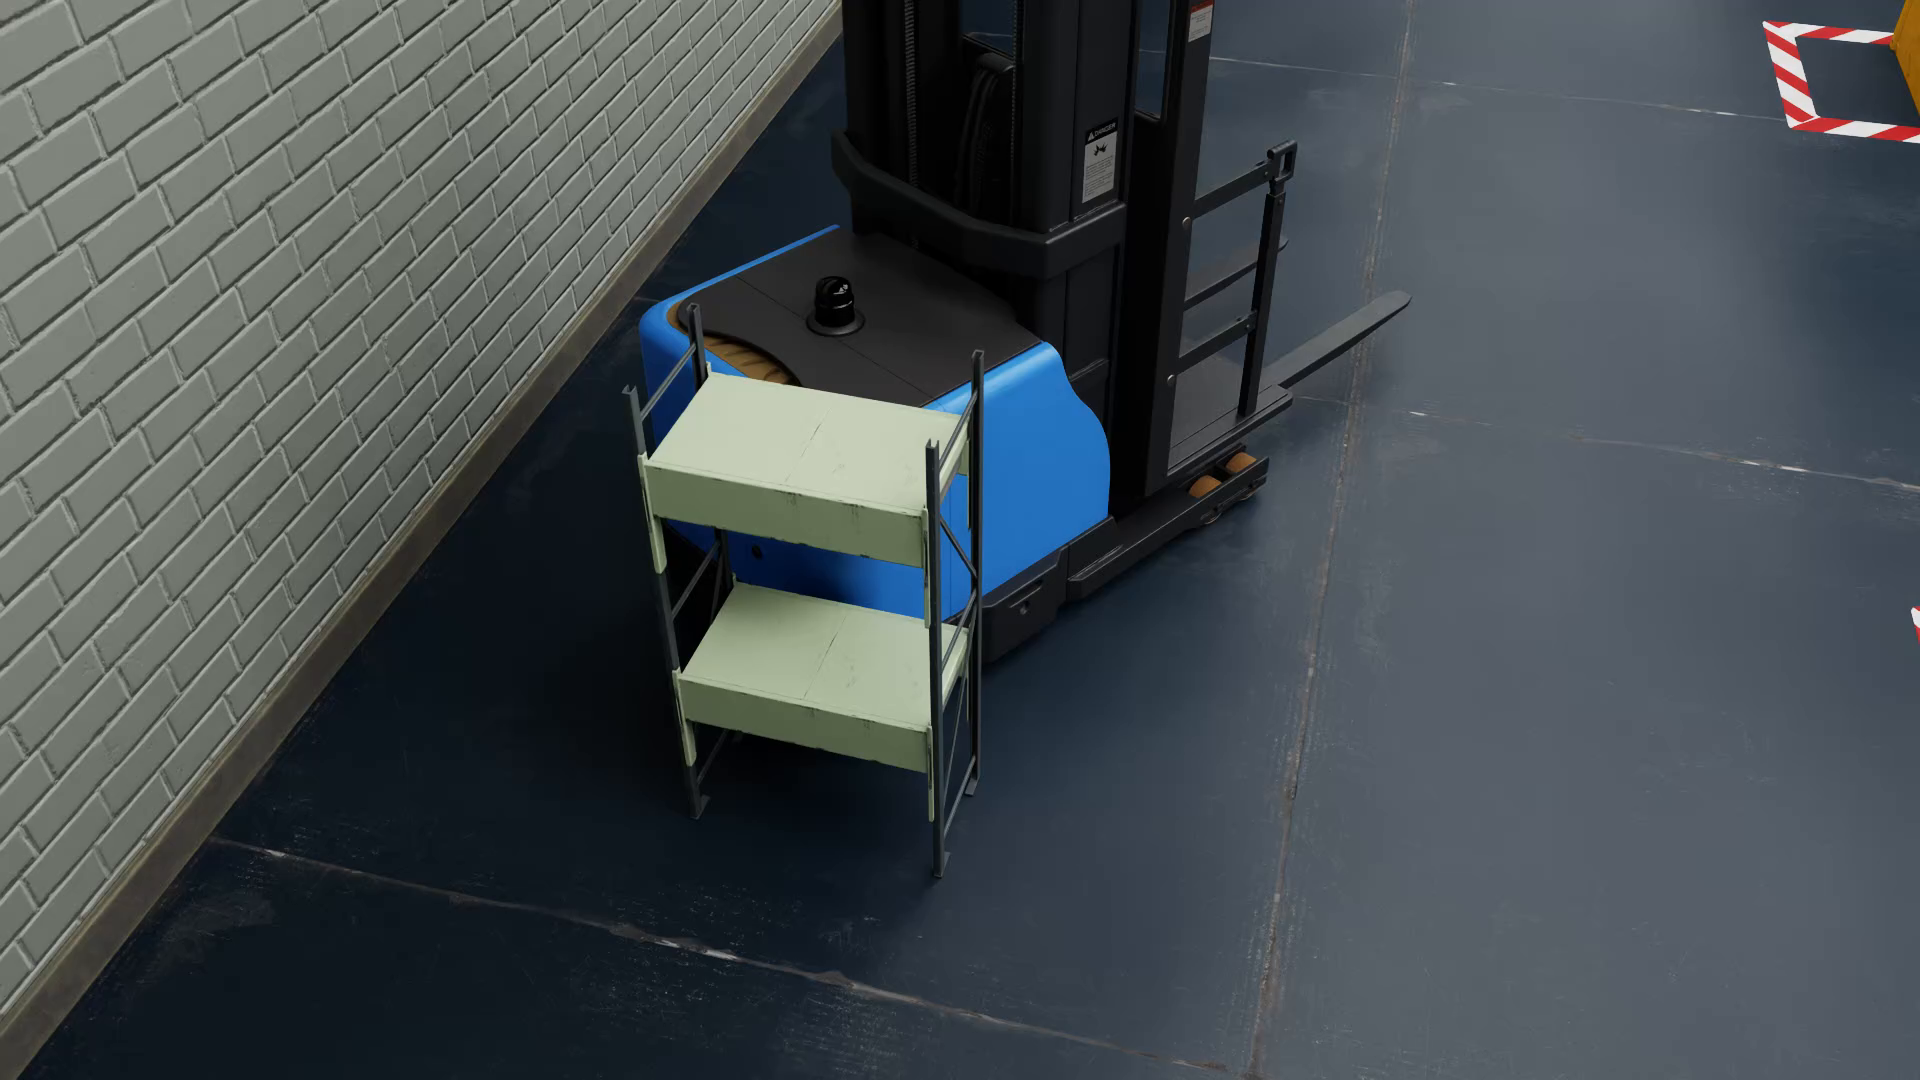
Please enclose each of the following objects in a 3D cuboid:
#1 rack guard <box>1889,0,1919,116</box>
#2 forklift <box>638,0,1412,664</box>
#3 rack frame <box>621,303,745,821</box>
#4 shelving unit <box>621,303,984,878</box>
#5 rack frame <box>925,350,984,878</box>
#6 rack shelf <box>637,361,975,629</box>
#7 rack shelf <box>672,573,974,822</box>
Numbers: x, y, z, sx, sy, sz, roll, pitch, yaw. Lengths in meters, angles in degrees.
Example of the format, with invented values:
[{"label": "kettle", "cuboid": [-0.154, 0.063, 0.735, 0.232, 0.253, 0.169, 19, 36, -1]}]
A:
[{"label": "rack guard", "cuboid": [5.008, -2.489, 8.325, 0.348, 0.500, 1.175, 10, 41, 11]}, {"label": "forklift", "cuboid": [0.452, -1.398, 5.135, 3.031, 2.935, 1.130, -31, 49, -32]}, {"label": "rack frame", "cuboid": [-0.710, 0.111, 4.450, 0.023, 1.500, 0.400, 11, 42, 13]}, {"label": "shelving unit", "cuboid": [-0.359, 0.178, 4.370, 0.755, 1.500, 0.431, 11, 42, 13]}, {"label": "rack frame", "cuboid": [-0.008, 0.245, 4.290, 0.023, 1.500, 0.400, 11, 42, 13]}, {"label": "rack shelf", "cuboid": [-0.360, -0.120, 4.117, 0.720, 0.370, 0.431, 11, 42, 13]}, {"label": "rack shelf", "cuboid": [-0.358, 0.426, 4.581, 0.720, 0.370, 0.431, 11, 42, 13]}]
